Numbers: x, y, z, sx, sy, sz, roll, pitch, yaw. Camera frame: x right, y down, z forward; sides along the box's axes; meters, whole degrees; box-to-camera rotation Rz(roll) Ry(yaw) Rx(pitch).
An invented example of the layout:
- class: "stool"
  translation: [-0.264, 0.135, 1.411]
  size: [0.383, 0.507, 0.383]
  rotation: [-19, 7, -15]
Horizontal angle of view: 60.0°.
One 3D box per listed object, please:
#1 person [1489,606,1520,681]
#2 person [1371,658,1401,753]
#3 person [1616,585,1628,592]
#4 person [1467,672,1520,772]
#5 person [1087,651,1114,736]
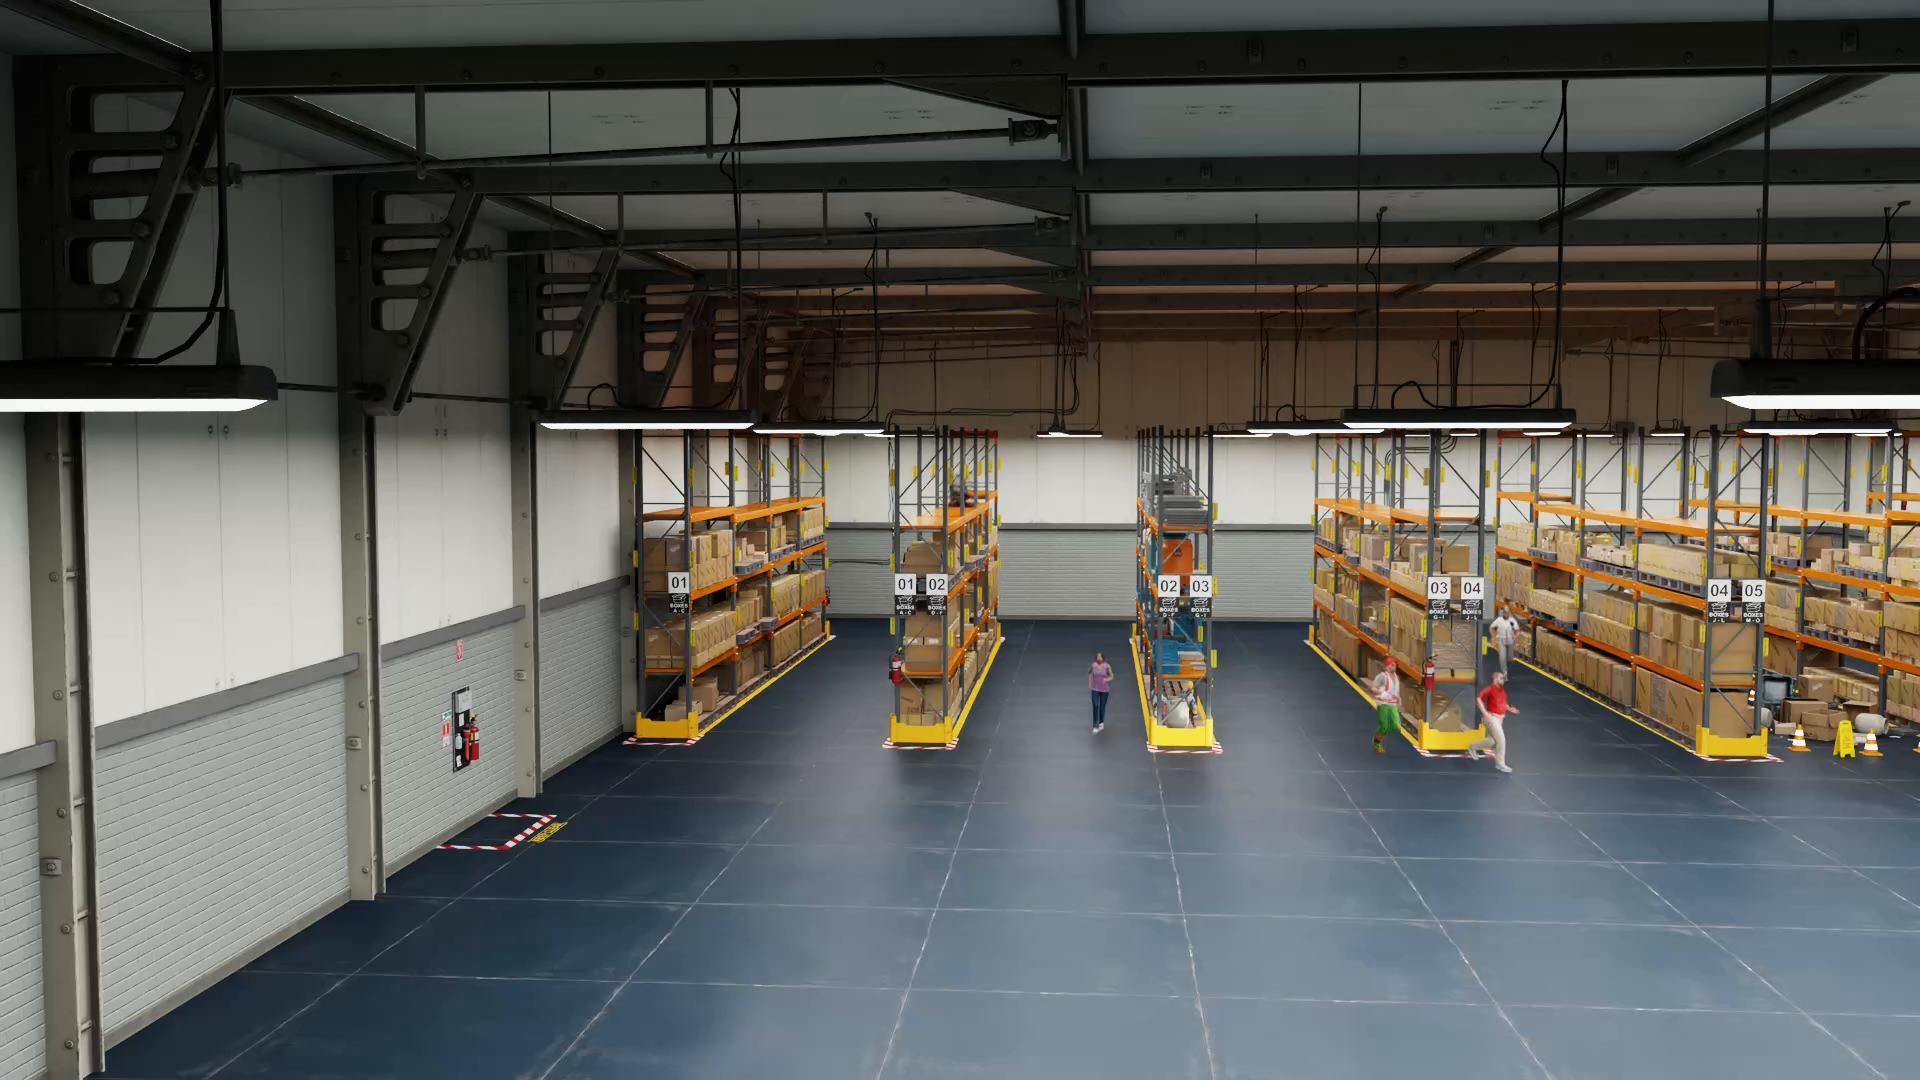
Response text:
- class: "person"
  translation: [13.000, 2.448, 39.667]
  size: [0.690, 1.754, 0.930]
  rotation: [0, 3, 7]
- class: "person"
  translation: [7.872, 3.025, 30.502]
  size: [0.677, 1.729, 0.612]
  rotation: [-2, 4, -24]
- class: "person"
  translation: [18.865, 2.021, 47.303]
  size: [0.653, 1.745, 0.724]
  rotation: [0, 3, 5]
- class: "person"
  translation: [9.226, 3.138, 28.969]
  size: [0.908, 1.714, 0.643]
  rotation: [3, 5, 42]
- class: "person"
  translation: [2.741, 2.981, 32.457]
  size: [0.523, 1.643, 0.722]
  rotation: [0, 3, 4]
